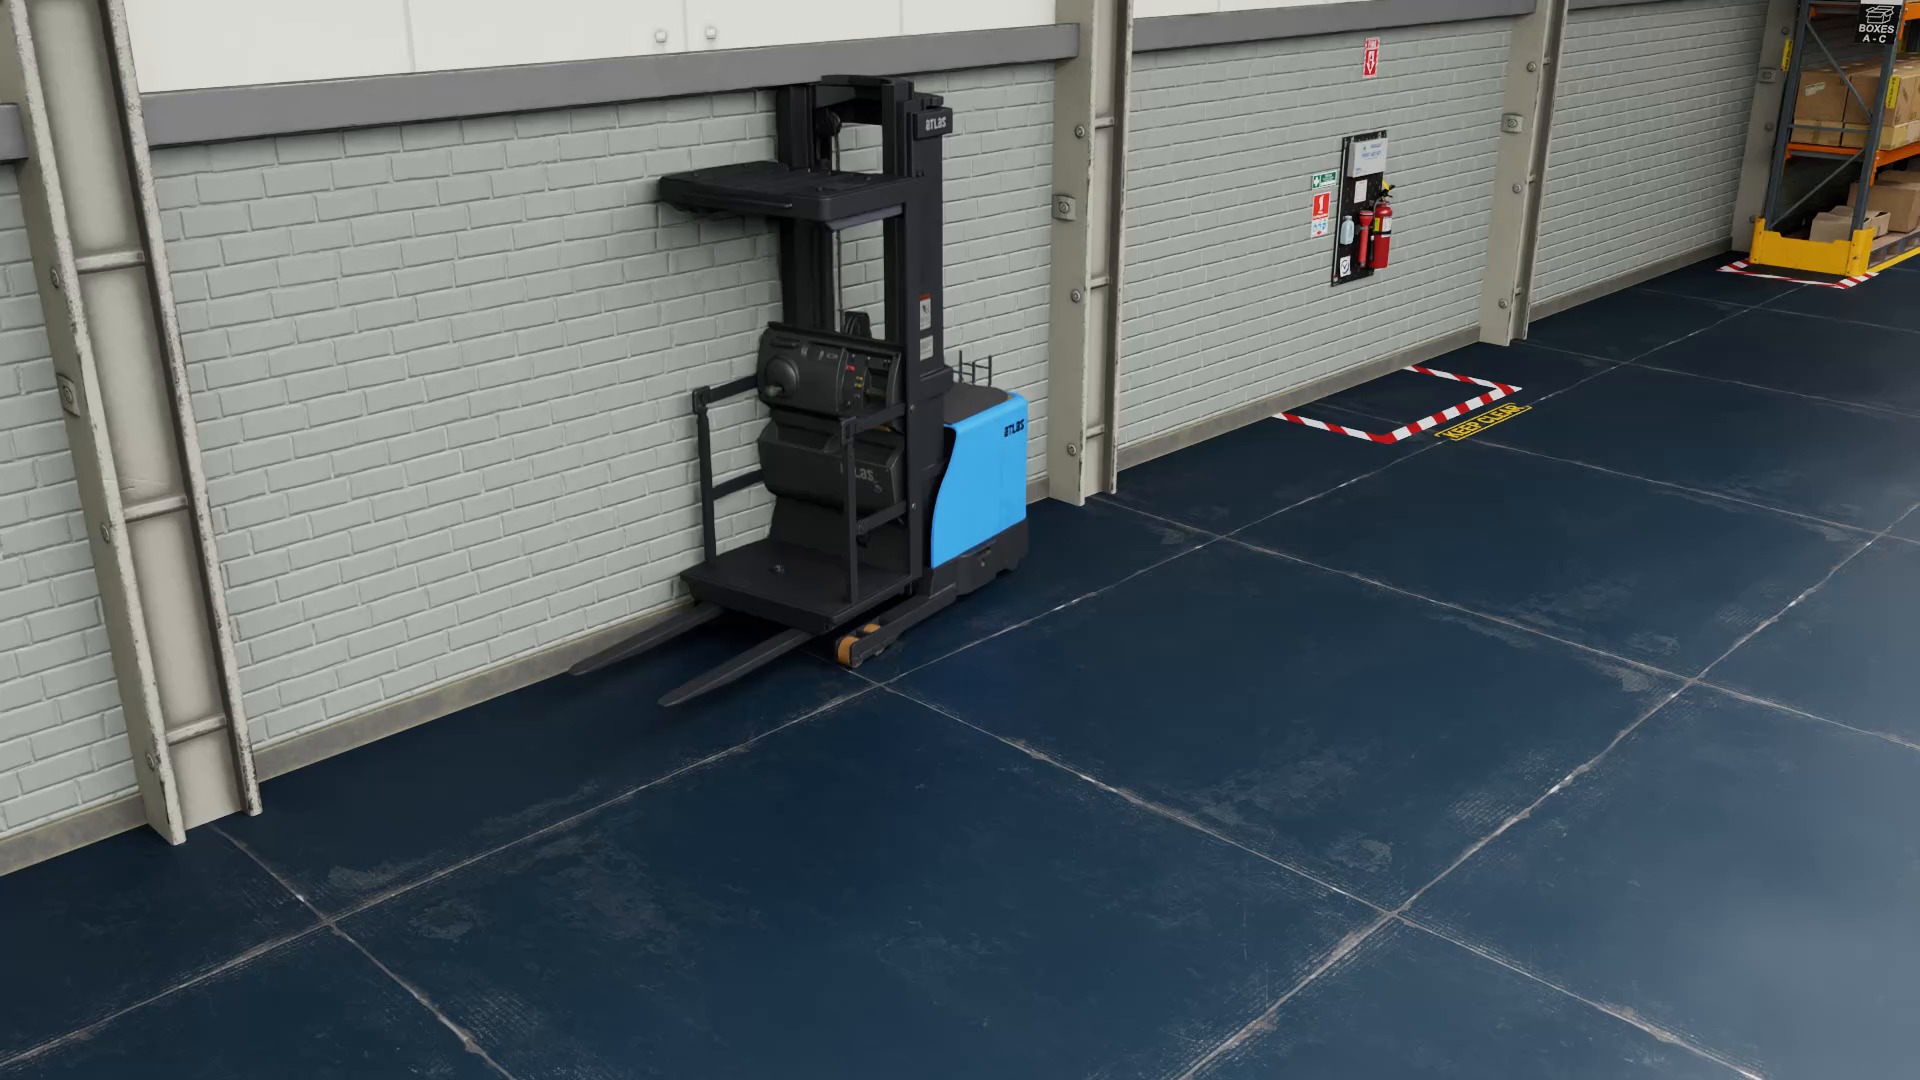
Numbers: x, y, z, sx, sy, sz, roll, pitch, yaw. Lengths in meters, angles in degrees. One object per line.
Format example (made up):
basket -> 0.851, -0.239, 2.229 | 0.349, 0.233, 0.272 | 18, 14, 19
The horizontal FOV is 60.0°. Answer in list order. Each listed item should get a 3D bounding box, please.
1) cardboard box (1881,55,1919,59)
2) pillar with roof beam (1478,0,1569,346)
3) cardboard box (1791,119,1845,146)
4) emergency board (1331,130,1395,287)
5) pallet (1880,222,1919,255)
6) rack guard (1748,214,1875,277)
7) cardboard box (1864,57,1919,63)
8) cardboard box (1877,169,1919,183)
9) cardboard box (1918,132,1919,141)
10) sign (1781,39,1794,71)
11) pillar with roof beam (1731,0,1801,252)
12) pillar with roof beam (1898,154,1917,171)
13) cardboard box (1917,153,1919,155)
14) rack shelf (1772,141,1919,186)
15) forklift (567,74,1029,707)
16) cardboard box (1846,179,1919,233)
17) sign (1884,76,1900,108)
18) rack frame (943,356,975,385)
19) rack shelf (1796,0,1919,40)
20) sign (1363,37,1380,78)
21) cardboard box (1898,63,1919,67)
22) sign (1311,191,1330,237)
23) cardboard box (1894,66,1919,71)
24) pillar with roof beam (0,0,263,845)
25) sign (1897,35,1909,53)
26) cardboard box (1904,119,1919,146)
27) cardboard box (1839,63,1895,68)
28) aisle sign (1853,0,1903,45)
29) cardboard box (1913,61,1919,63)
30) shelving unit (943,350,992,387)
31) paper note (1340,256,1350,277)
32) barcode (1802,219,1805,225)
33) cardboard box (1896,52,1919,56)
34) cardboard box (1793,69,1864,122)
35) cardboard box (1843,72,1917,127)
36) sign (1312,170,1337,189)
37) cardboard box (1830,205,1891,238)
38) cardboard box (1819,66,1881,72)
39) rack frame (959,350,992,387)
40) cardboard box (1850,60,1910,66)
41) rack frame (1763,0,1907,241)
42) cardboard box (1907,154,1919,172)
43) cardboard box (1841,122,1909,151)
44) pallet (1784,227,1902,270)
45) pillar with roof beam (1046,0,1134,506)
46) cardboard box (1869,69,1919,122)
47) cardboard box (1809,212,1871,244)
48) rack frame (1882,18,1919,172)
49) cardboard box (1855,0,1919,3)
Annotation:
cardboard box -> 11.282, -5.522, 19.896 | 0.500, 0.500, 0.500 | 19, 28, 40
pillar with roof beam -> 8.100, -4.982, 10.993 | 9.100, 9.000, 0.400 | 19, 28, 41
cardboard box -> 9.520, -4.513, 18.316 | 0.500, 0.250, 0.500 | -20, 28, -41
emergency board -> 3.264, -2.633, 13.245 | 0.194, 1.169, 0.643 | 19, 28, 41
pallet -> 10.829, -3.635, 19.737 | 1.003, 0.211, 1.213 | 19, 28, 41
rack guard -> 9.385, -3.258, 18.353 | 1.175, 0.500, 0.348 | 19, 28, 41
cardboard box -> 10.930, -5.395, 19.566 | 0.500, 0.500, 0.500 | -19, 28, -41
cardboard box -> 11.427, -4.195, 20.178 | 0.500, 0.500, 0.500 | 17, 27, 37
cardboard box -> 10.612, -4.657, 18.690 | 0.500, 0.250, 0.500 | 19, 28, 40
sign -> 8.949, -5.237, 17.964 | 0.100, 0.325, 0.005 | 19, 28, 41
pillar with roof beam -> 12.285, -6.524, 15.006 | 9.100, 9.000, 0.400 | 19, 28, 41
pillar with roof beam -> 16.471, -8.066, 19.018 | 9.100, 9.000, 0.400 | 19, 28, 41
cardboard box -> 12.949, -4.810, 21.780 | 0.700, 0.500, 0.500 | 19, 28, 40
rack shelf -> 10.728, -4.583, 19.321 | 1.077, 0.370, 4.000 | 19, 28, 41
forklift -> -0.827, -0.886, 8.794 | 1.130, 2.935, 3.031 | 14, 25, 32
cardboard box -> 10.825, -3.921, 19.467 | 0.700, 0.500, 0.500 | 17, 27, 37
sign -> 9.721, -4.673, 17.345 | 0.100, 0.325, 0.005 | 19, 28, 41
rack frame -> -0.008, -0.538, 10.302 | 0.240, 1.200, 0.006 | 14, 25, 32
rack shelf -> 10.728, -5.983, 18.782 | 1.077, 0.370, 4.000 | 19, 28, 41
sign -> 3.187, -3.738, 12.888 | 0.001, 0.298, 0.199 | 19, 28, 41
cardboard box -> 10.949, -5.133, 18.885 | 0.500, 0.500, 0.500 | -19, 28, -40
sign -> 2.804, -2.534, 12.936 | 0.001, 0.329, 0.234 | 19, 28, 41
cardboard box -> 10.598, -4.998, 18.532 | 0.500, 0.500, 0.500 | 18, 27, 39
pillar with roof beam -> -0.271, -1.897, 2.968 | 9.100, 9.000, 0.400 | 19, 28, 41
sign -> 11.723, -6.112, 20.680 | 0.100, 0.325, 0.005 | 19, 28, 41
cardboard box -> 10.252, -4.527, 18.353 | 0.500, 0.250, 0.500 | 18, 28, 39
cardboard box -> 10.225, -5.130, 18.875 | 0.500, 0.500, 0.500 | 18, 28, 39
aisle sign -> 9.497, -5.525, 17.144 | 0.394, 0.787, 0.004 | 19, 28, 41
cardboard box -> 11.312, -5.267, 19.233 | 0.500, 0.500, 0.500 | 18, 28, 39
shelving unit -> 0.043, -0.565, 10.372 | 0.258, 1.200, 0.189 | 14, 25, 32
paper note -> 3.091, -2.194, 13.329 | 0.016, 0.148, 0.142 | 19, 28, 41
barcode -> 9.606, -3.620, 18.932 | 0.001, 0.075, 0.075 | 19, 28, 41
cardboard box -> 11.645, -5.654, 20.240 | 0.500, 0.500, 0.500 | 18, 28, 39
cardboard box -> 9.509, -4.869, 18.196 | 0.500, 0.500, 0.500 | 19, 28, 40
cardboard box -> 9.881, -4.742, 17.866 | 0.500, 0.500, 0.500 | 19, 28, 41
sign -> 2.814, -2.780, 12.838 | 0.001, 0.109, 0.331 | 19, 28, 41
cardboard box -> 10.277, -3.657, 19.043 | 0.500, 0.311, 0.500 | -17, 27, -38
cardboard box -> 9.867, -4.996, 18.527 | 0.500, 0.500, 0.500 | -20, 29, -41
rack frame -> 0.094, -0.592, 10.443 | 0.240, 1.200, 0.006 | 14, 25, 32
cardboard box -> 10.576, -5.259, 19.212 | 0.500, 0.500, 0.500 | -20, 29, -41
rack frame -> 9.332, -4.405, 17.854 | 1.000, 3.000, 0.127 | 19, 28, 41
cardboard box -> 12.624, -4.665, 21.402 | 0.500, 0.500, 0.700 | -19, 28, -40
cardboard box -> 9.900, -4.390, 17.997 | 0.500, 0.250, 0.500 | 18, 28, 39
pallet -> 9.978, -3.323, 18.925 | 1.003, 0.211, 1.213 | 19, 28, 41
pillar with roof beam -> 3.914, -3.439, 6.980 | 9.100, 9.000, 0.400 | 19, 28, 41
cardboard box -> 10.233, -4.866, 18.190 | 0.500, 0.500, 0.500 | 19, 28, 41
cardboard box -> 9.880, -3.511, 18.662 | 0.500, 0.311, 0.500 | 15, 26, 35
rack frame -> 12.123, -5.433, 20.529 | 1.000, 3.000, 0.127 | 19, 28, 41
cardboard box -> 9.745, -5.884, 17.355 | 0.500, 0.500, 0.500 | -19, 28, -41
